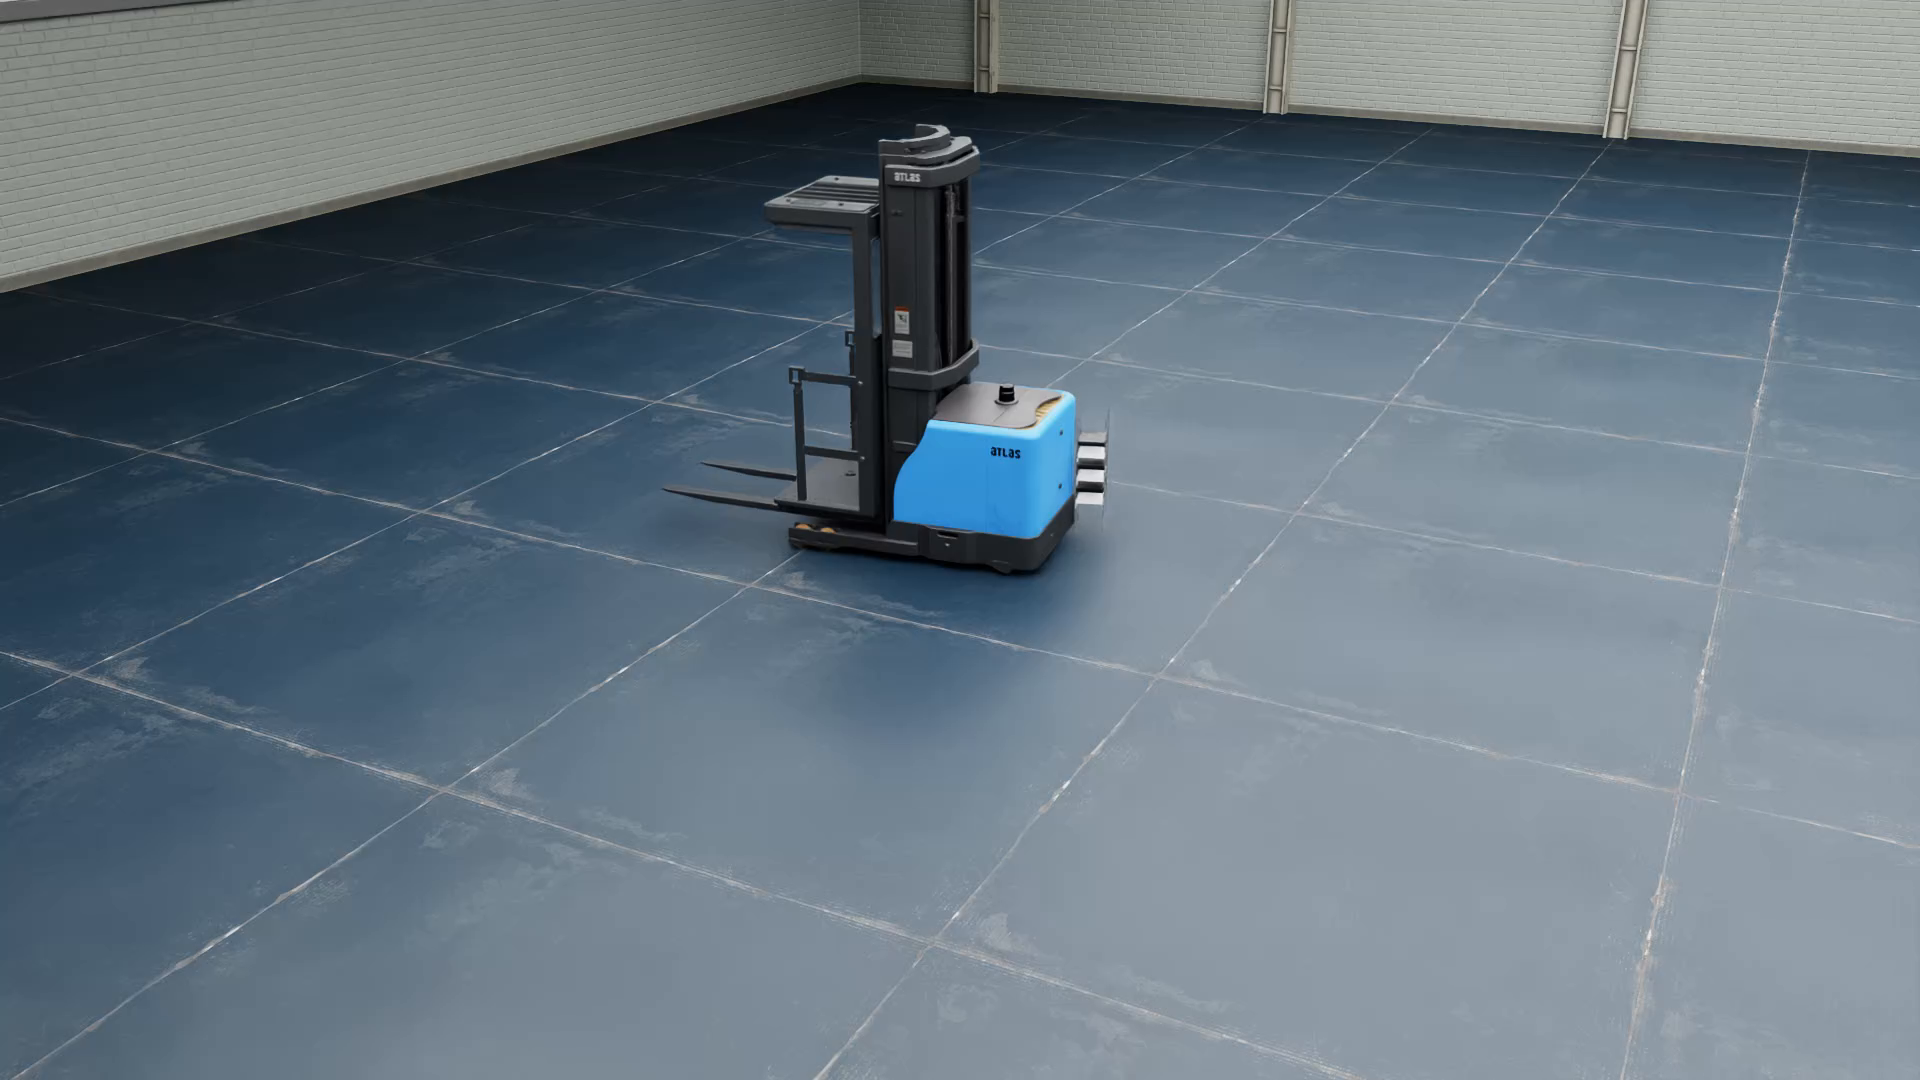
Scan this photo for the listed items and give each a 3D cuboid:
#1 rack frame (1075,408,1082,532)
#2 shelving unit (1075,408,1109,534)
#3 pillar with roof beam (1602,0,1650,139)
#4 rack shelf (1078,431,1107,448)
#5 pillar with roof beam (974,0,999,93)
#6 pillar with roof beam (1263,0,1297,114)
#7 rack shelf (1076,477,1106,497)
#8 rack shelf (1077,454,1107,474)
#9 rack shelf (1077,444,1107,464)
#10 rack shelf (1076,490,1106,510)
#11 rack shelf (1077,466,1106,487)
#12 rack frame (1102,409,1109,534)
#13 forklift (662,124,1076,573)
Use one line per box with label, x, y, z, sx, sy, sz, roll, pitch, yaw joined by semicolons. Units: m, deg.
rack frame;0.874;-0.514;12.308;0.006;0.900;0.240;3;23;8
shelving unit;0.975;-0.508;12.294;0.210;0.900;0.258;3;23;8
pillar with roof beam;9.288;-9.540;23.183;0.400;9.000;9.100;11;25;25
rack shelf;0.975;-0.725;12.201;0.200;0.077;0.258;3;23;8
pillar with roof beam;-1.421;-11.658;28.165;0.400;9.000;9.100;11;25;25
pillar with roof beam;3.934;-10.599;25.674;0.400;9.000;9.100;11;25;25
rack shelf;0.975;-0.394;12.342;0.200;0.077;0.258;3;23;8
rack shelf;0.975;-0.560;12.271;0.200;0.077;0.258;3;23;8
rack shelf;0.975;-0.643;12.236;0.200;0.077;0.258;3;23;8
rack shelf;0.975;-0.311;12.377;0.200;0.077;0.258;3;23;8
rack shelf;0.975;-0.477;12.307;0.200;0.077;0.258;3;23;8
rack frame;1.075;-0.501;12.279;0.006;0.900;0.240;3;23;8
forklift;-0.722;-1.454;11.924;3.031;2.935;1.130;8;24;18
